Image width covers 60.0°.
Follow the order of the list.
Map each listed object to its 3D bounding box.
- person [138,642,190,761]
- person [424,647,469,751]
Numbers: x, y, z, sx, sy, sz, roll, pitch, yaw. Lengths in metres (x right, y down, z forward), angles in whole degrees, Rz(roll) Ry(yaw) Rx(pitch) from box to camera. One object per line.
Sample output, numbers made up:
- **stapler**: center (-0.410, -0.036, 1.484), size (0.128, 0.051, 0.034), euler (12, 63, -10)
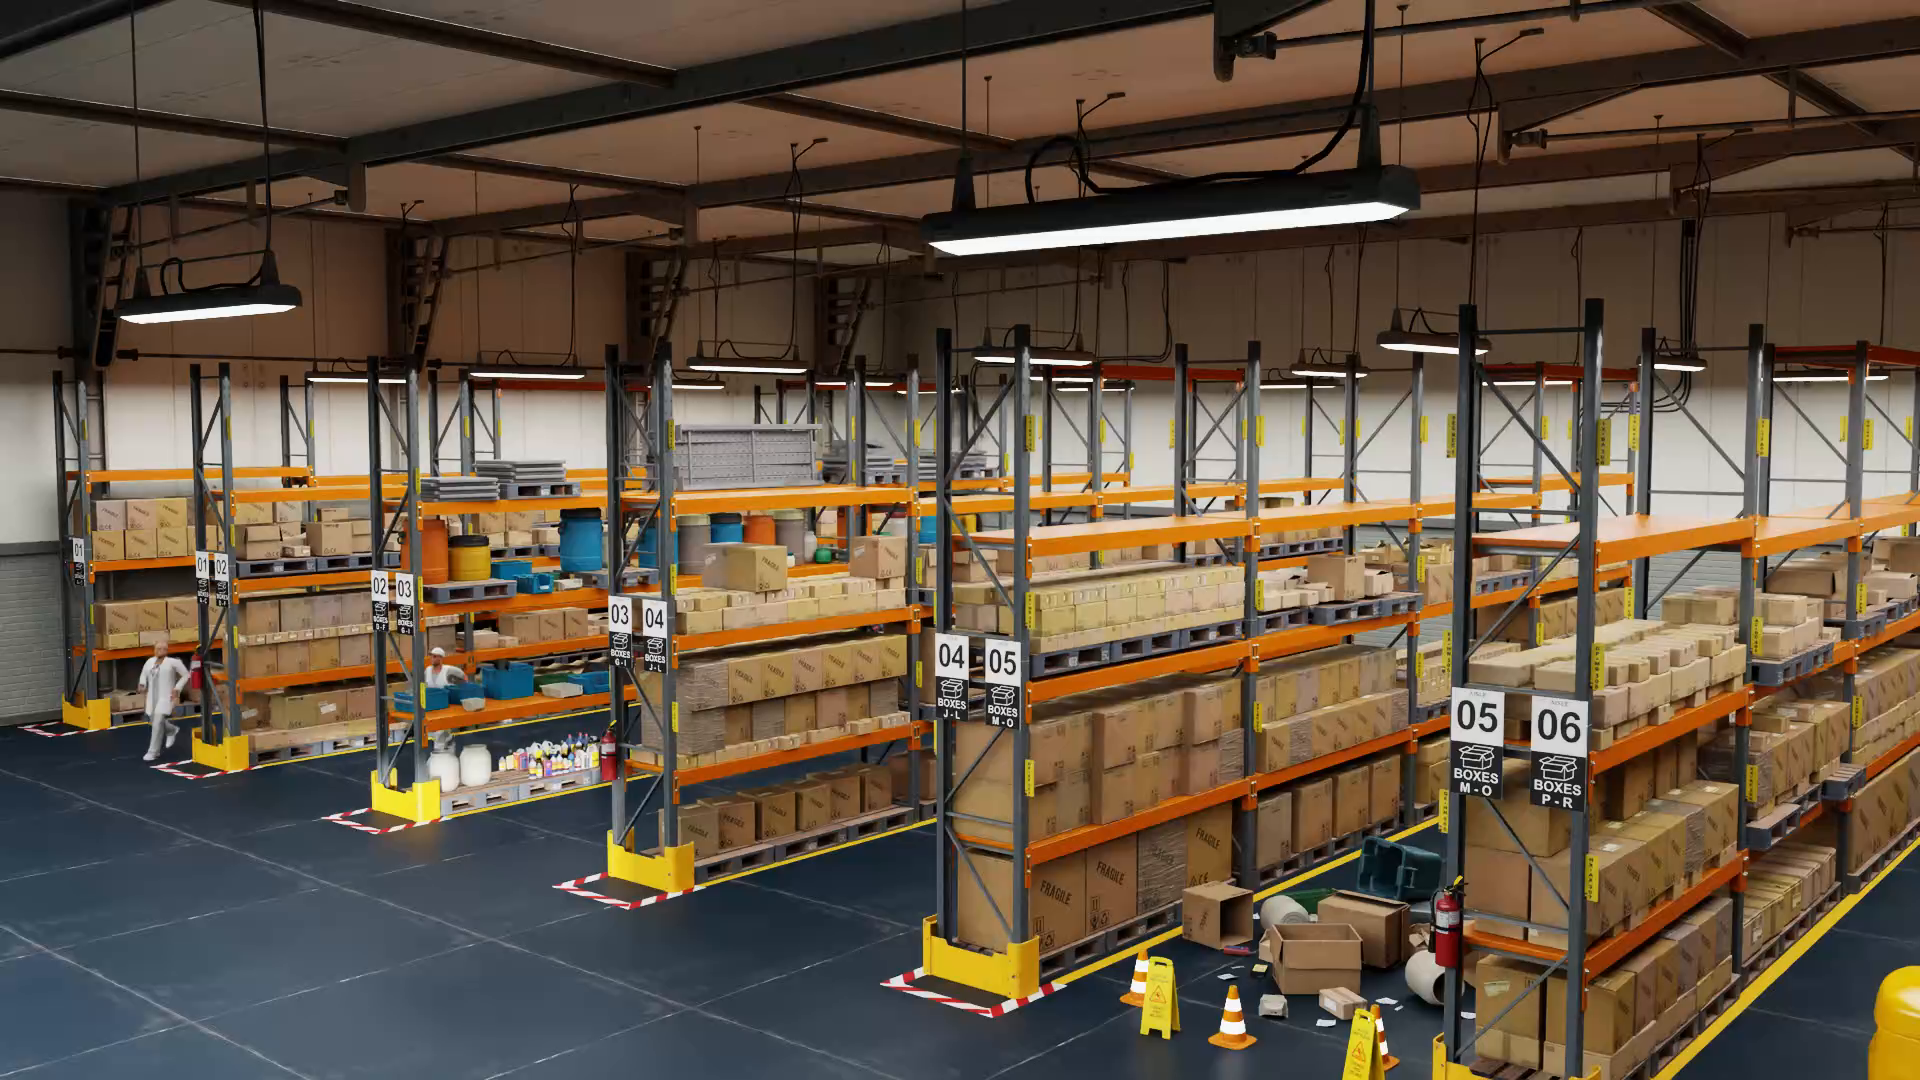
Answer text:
- **person**: center (-12.228, 2.444, 25.580), size (0.722, 1.774, 0.929), euler (1, 4, 10)
- **person**: center (-7.653, 2.490, 24.666), size (0.674, 1.826, 0.938), euler (1, 4, 17)
